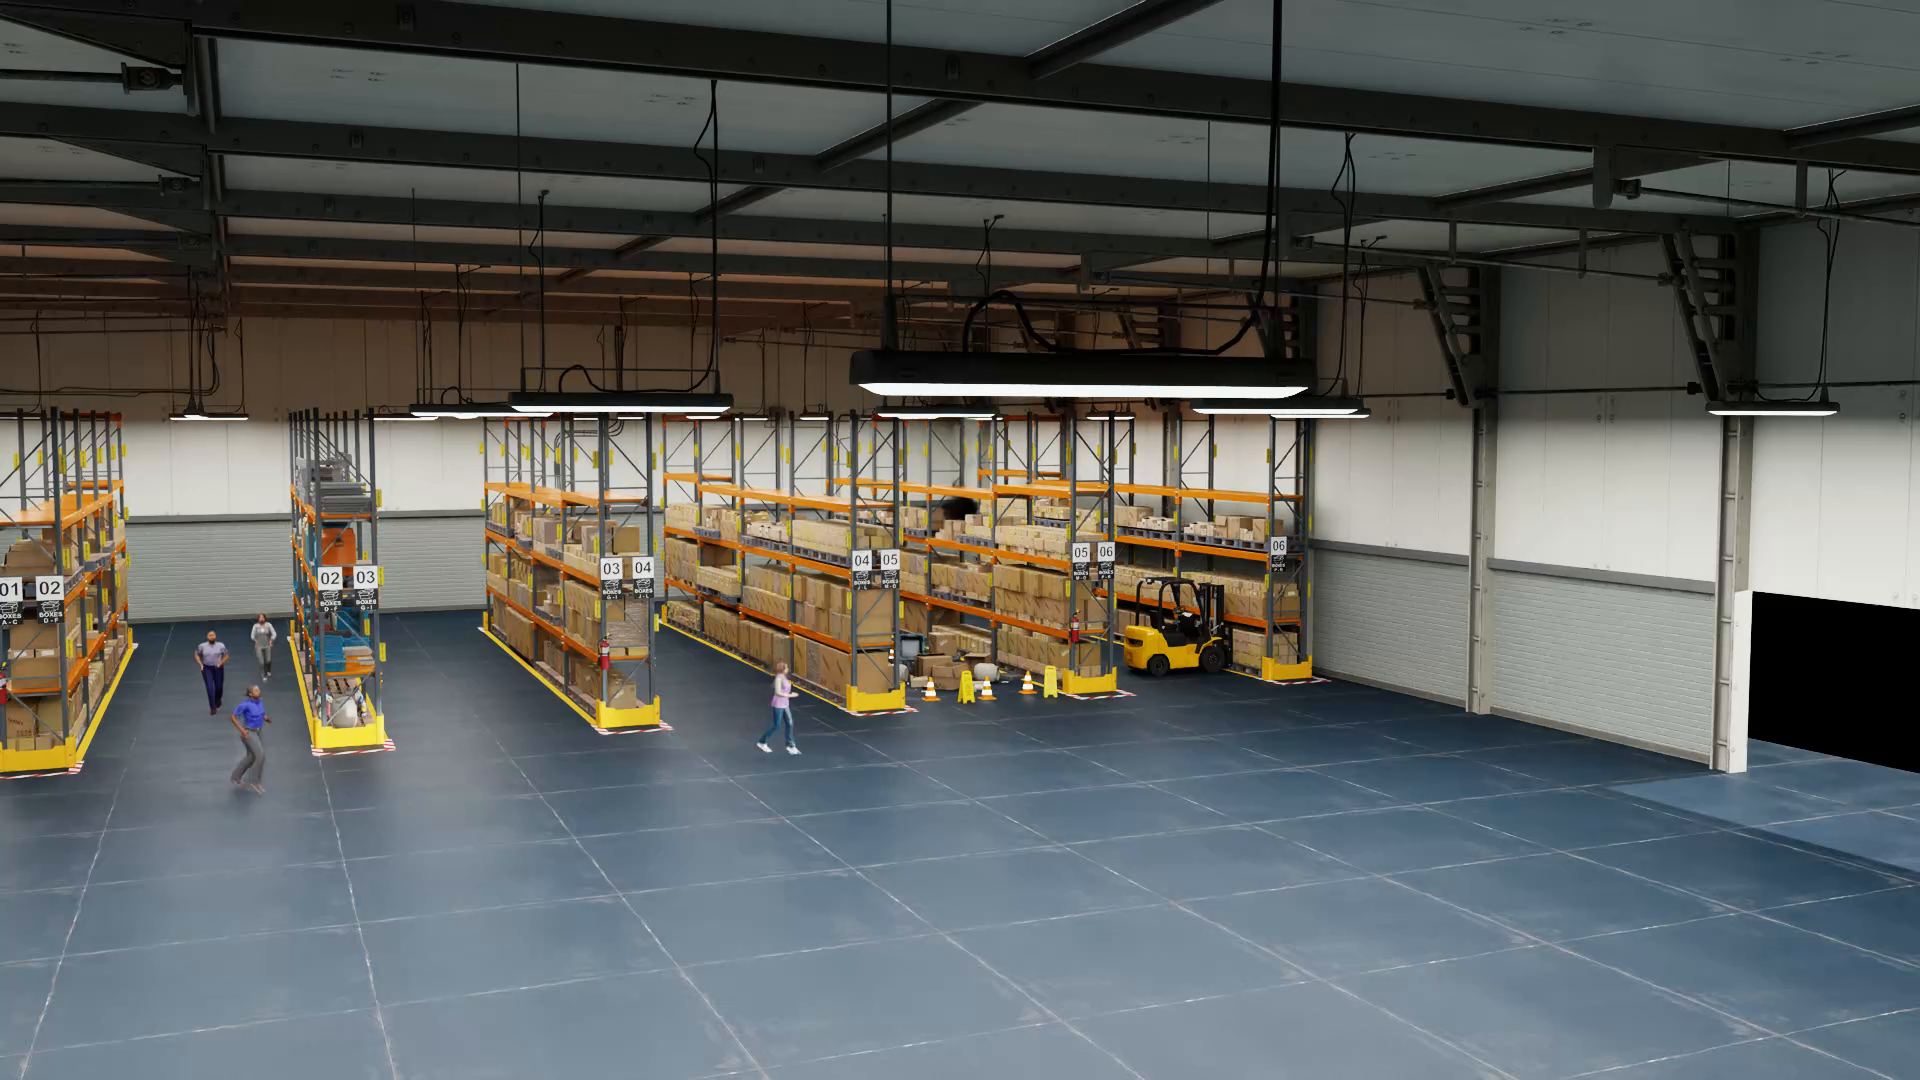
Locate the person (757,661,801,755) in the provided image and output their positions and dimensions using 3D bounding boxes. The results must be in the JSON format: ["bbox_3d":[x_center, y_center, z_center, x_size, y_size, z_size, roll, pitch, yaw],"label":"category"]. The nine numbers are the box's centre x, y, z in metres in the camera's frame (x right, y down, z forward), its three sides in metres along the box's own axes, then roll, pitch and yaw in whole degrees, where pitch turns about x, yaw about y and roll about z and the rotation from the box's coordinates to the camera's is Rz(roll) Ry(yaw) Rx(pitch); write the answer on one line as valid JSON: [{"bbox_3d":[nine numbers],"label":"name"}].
[{"bbox_3d":[-3.133,2.907,28.754,0.745,1.637,0.556,1,4,9],"label":"person"}]

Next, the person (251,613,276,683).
[{"bbox_3d":[-15.311,2.378,36.561,0.510,1.556,0.519,-2,4,-22],"label":"person"}]

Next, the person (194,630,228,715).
[{"bbox_3d":[-14.833,2.605,32.979,0.613,1.640,0.726,-2,5,-29],"label":"person"}]

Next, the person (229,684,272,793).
[{"bbox_3d":[-11.075,3.098,25.933,0.699,1.727,0.601,0,4,7],"label":"person"}]
